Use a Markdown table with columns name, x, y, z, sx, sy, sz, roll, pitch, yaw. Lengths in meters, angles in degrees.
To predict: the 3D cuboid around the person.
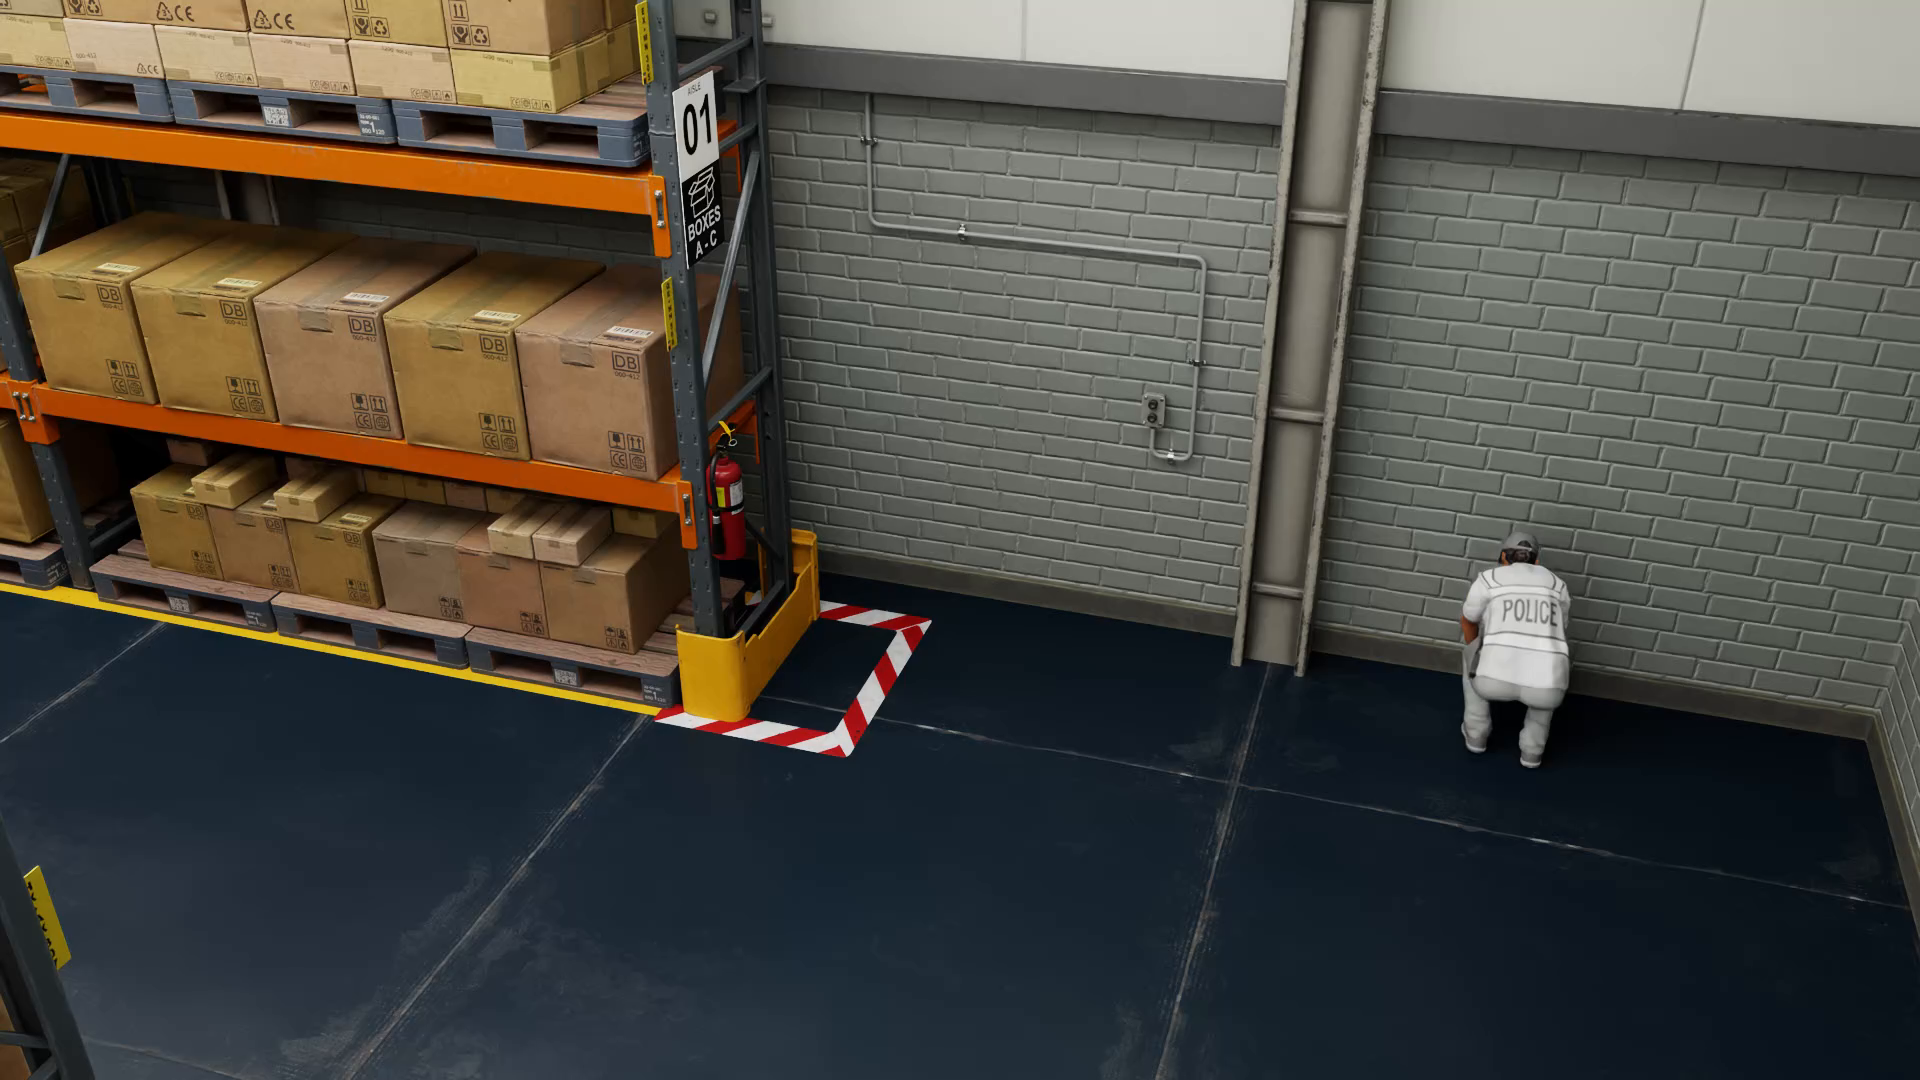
| name | x | y | z | sx | sy | sz | roll | pitch | yaw |
| --- | --- | --- | --- | --- | --- | --- | --- | --- | --- |
| person | 2.720 | 0.559 | 8.169 | 0.528 | 1.021 | 0.835 | 9 | 31 | 15 |
